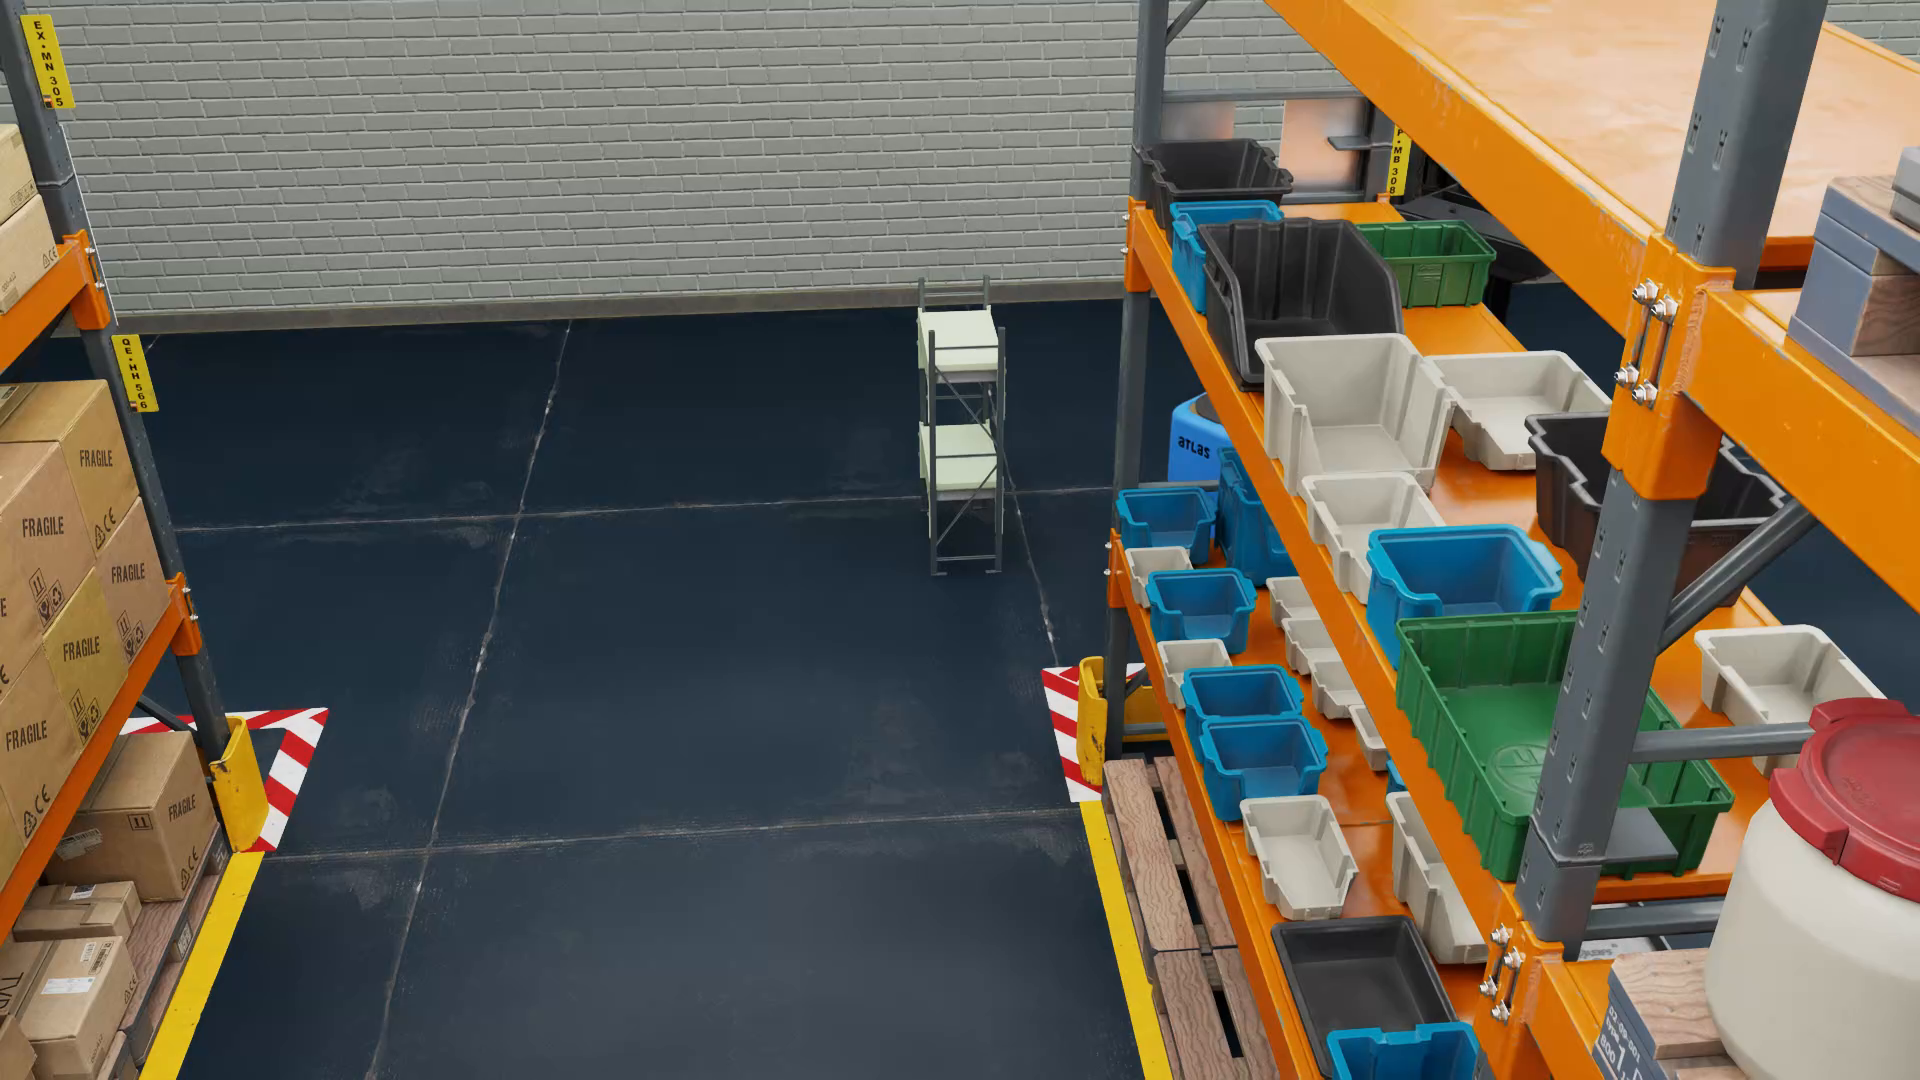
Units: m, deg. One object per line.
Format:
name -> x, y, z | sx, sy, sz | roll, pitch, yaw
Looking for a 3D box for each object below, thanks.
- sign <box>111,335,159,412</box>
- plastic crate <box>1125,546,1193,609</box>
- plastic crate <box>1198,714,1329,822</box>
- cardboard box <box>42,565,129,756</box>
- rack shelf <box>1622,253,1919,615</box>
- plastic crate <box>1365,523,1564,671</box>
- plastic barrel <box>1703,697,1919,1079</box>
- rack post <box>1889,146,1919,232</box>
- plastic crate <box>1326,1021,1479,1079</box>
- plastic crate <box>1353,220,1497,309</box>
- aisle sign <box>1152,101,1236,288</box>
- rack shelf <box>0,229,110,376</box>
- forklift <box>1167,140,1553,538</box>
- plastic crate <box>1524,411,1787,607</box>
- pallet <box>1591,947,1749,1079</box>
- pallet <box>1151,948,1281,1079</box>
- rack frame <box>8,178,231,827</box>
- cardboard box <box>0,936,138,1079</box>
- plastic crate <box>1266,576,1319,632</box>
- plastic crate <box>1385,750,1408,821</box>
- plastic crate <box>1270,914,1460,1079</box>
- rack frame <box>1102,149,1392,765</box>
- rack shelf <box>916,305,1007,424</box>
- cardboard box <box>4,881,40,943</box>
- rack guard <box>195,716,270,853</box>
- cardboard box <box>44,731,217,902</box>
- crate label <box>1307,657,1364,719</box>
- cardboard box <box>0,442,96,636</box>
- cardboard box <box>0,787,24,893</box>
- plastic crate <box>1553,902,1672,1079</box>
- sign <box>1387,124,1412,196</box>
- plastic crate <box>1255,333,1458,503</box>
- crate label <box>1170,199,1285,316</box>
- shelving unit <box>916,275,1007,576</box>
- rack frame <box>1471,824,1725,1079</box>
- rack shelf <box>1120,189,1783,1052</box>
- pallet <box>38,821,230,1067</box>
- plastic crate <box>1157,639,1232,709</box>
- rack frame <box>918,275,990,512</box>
sign -> -3.208, -0.646, 6.470 | 0.100, 0.325, 0.005 | -3, 31, -5
plastic crate -> 0.812, 0.165, 6.748 | 0.250, 0.136, 0.298 | -3, 31, -5
plastic crate -> 1.015, 0.781, 5.622 | 0.416, 0.233, 0.300 | -3, 31, -5
cardboard box -> -3.398, 0.440, 5.990 | 0.500, 0.500, 0.500 | -2, 31, -4
rack shelf -> 1.730, 0.736, 0.834 | 1.077, 0.370, 4.000 | -3, 31, -5
plastic crate -> 1.140, 0.144, 3.822 | 0.416, 0.233, 0.300 | -3, 31, -5
plastic barrel -> 1.342, 0.564, 2.414 | 0.433, 0.535, 0.433 | 0, 31, 0
rack post -> 1.590, -0.302, 1.554 | 0.937, 0.300, 0.954 | -3, 31, -6
plastic crate -> 1.160, 1.569, 4.156 | 0.392, 0.384, 0.575 | -3, 31, -5
plastic crate -> 1.546, -0.939, 5.679 | 0.450, 0.188, 0.336 | -3, 31, -5
aisle sign -> 0.867, -1.371, 6.585 | 0.394, 0.787, 0.004 | -3, 31, -5
rack shelf -> -3.576, 0.045, 4.526 | 1.077, 0.370, 4.000 | -3, 31, -5
forklift -> 2.493, -0.664, 8.004 | 1.130, 2.935, 3.031 | -26, 40, -36
plastic crate -> 1.700, -0.069, 4.143 | 0.497, 0.269, 0.590 | -3, 31, -5
pallet -> 1.713, 0.999, 2.412 | 1.213, 0.211, 1.003 | -3, 31, -5
pallet -> 1.318, 2.009, 6.181 | 1.003, 0.211, 1.213 | -3, 31, -5
rack frame -> -3.763, 0.003, 6.820 | 1.000, 3.000, 0.127 | -3, 31, -5
cardboard box -> -3.408, 1.747, 6.153 | 0.500, 0.250, 0.500 | -3, 31, -5
plastic crate -> 1.426, 0.263, 6.584 | 0.396, 0.136, 0.243 | -3, 31, -5
plastic crate -> 1.616, 0.850, 5.507 | 0.416, 0.233, 0.300 | -3, 31, -5
plastic crate -> 1.171, 1.344, 4.786 | 0.437, 0.125, 0.590 | -3, 31, -5
rack frame -> 1.169, -0.232, 7.214 | 1.000, 3.000, 0.127 | -3, 31, -5
rack shelf -> 0.001, -0.976, 9.160 | 0.431, 0.370, 0.720 | -3, 31, -5
cardboard box -> -3.948, 1.541, 6.498 | 0.500, 0.250, 0.500 | -3, 31, -5
rack guard -> -3.756, 1.115, 7.396 | 1.175, 0.500, 0.348 | -3, 31, -5
cardboard box -> -3.467, 1.153, 6.903 | 0.500, 0.500, 0.500 | -3, 31, -5
crate label -> 1.489, 0.552, 6.099 | 0.396, 0.136, 0.243 | -3, 31, -5
cardboard box -> -3.400, 0.003, 5.748 | 0.500, 0.500, 0.500 | -2, 31, -3
cardboard box -> -3.310, 0.953, 5.133 | 0.500, 0.500, 0.500 | -3, 31, -5
plastic crate -> 1.709, 1.289, 4.547 | 0.402, 0.464, 0.583 | -3, 31, -5
sign -> 1.715, -1.510, 6.530 | 0.100, 0.325, 0.005 | -3, 31, -5
plastic crate -> 1.069, -0.323, 4.556 | 0.437, 0.282, 0.530 | -3, 31, -5
crate label -> 0.934, -0.970, 5.669 | 0.408, 0.251, 0.502 | -3, 31, -5
shelving unit -> 0.001, -0.640, 9.360 | 0.431, 1.500, 0.755 | -3, 31, -5
rack frame -> 1.543, 1.810, 3.795 | 1.000, 3.000, 0.127 | -3, 31, -5
rack shelf -> 1.356, -0.190, 4.920 | 1.077, 0.370, 4.000 | -3, 31, -5
pallet -> -3.680, 1.646, 6.789 | 1.003, 0.211, 1.213 | -3, 31, -5
plastic crate -> 0.875, 0.511, 6.168 | 0.250, 0.136, 0.298 | -3, 31, -5
rack frame -> -0.034, -0.827, 9.673 | 0.400, 1.500, 0.023 | -3, 31, -5
